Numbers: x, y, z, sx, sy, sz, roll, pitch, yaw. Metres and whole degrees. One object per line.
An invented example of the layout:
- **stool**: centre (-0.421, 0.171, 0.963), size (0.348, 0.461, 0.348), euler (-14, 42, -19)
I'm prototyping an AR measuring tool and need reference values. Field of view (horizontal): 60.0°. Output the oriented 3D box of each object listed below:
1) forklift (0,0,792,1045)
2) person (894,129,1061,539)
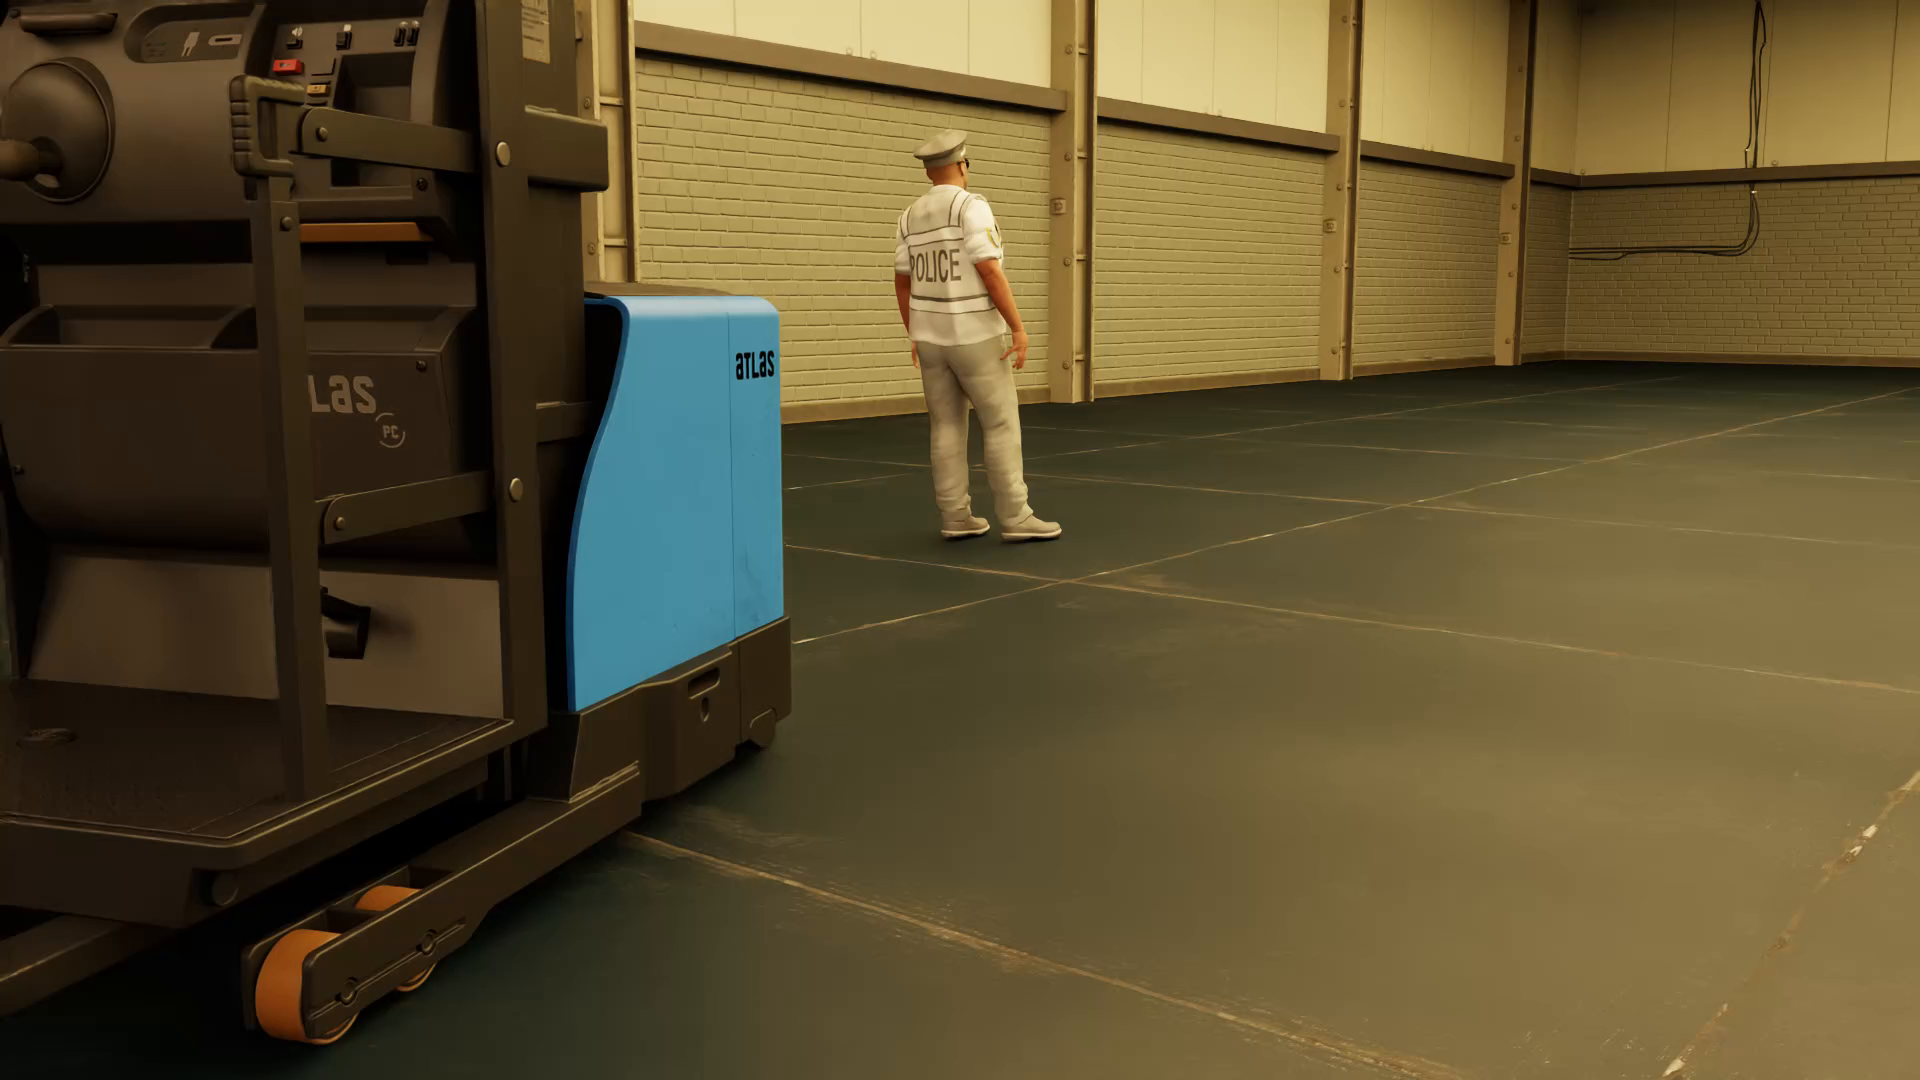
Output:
- **forklift**: centre (-1.333, -0.783, 2.631), size (1.130, 2.935, 3.031), euler (3, 9, 17)
- **person**: centre (0.058, -0.896, 7.327), size (0.640, 1.781, 0.575), euler (7, 11, 38)
